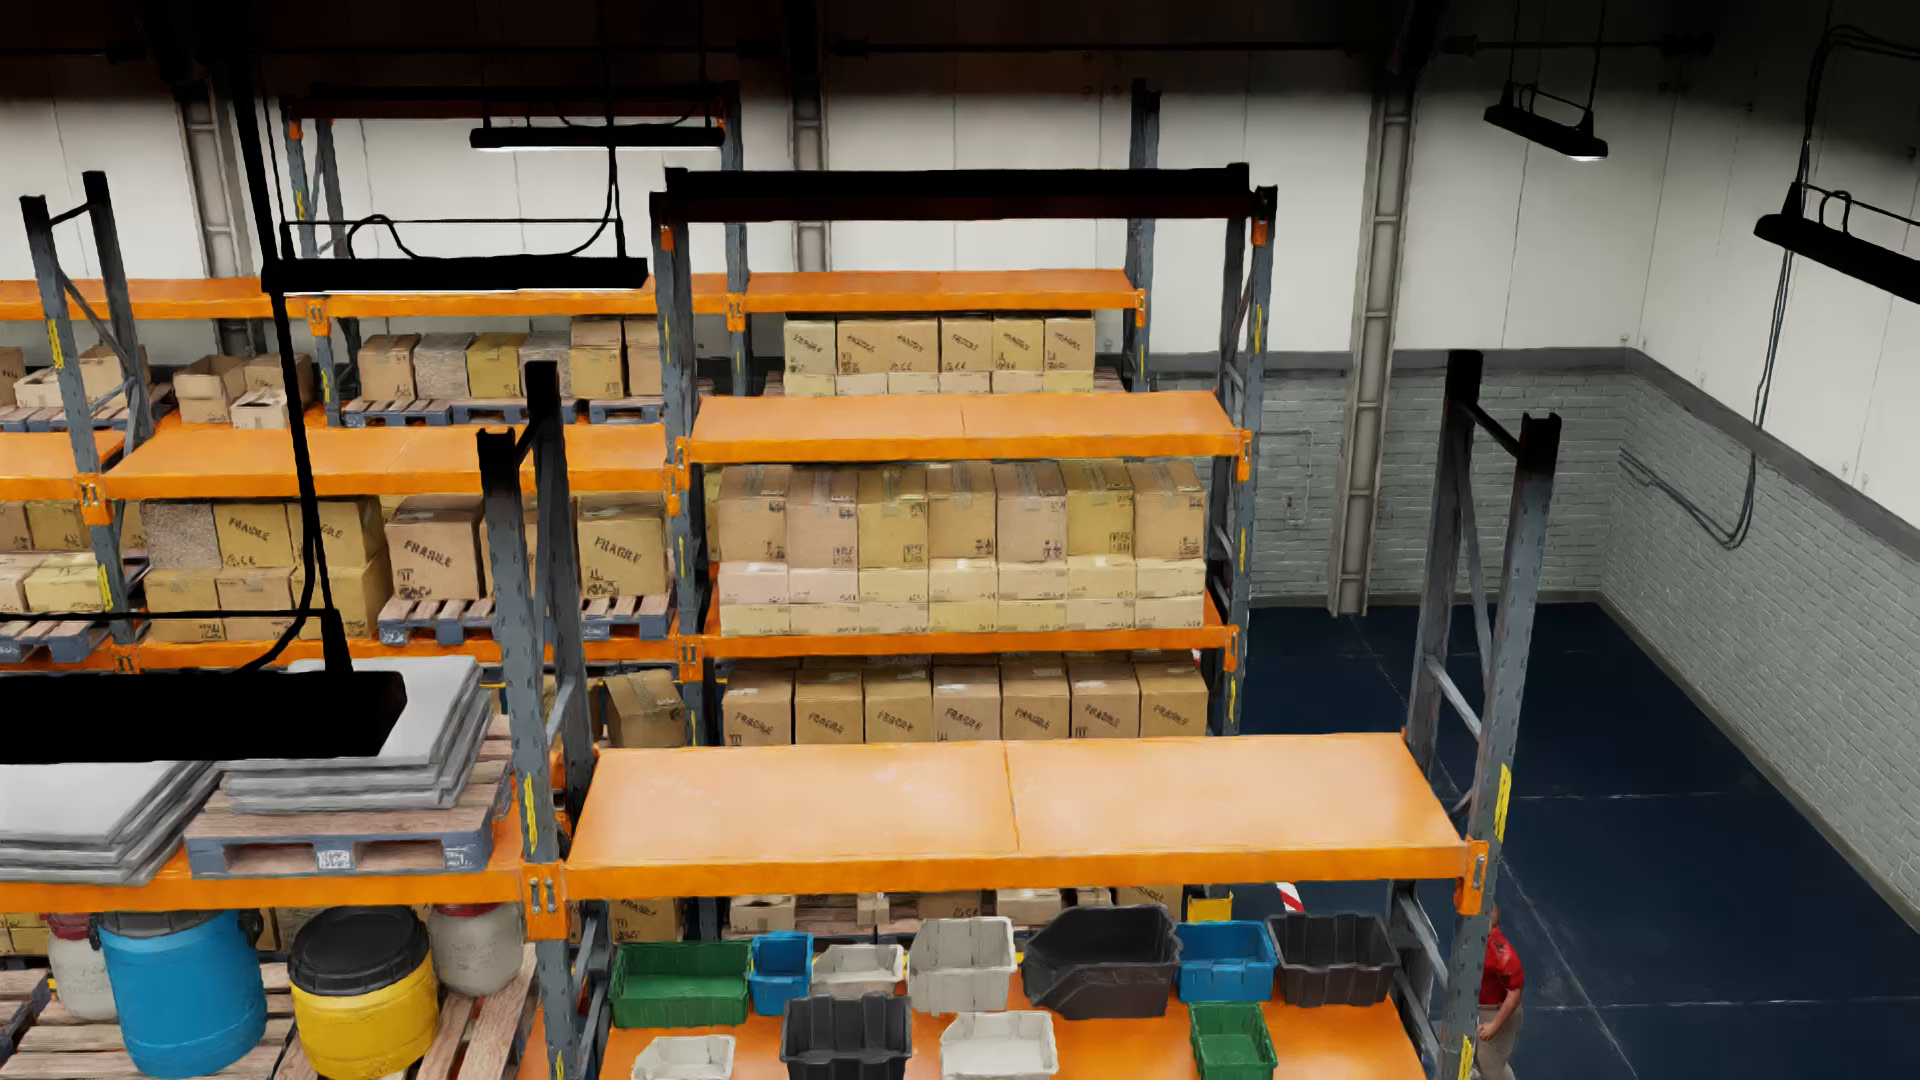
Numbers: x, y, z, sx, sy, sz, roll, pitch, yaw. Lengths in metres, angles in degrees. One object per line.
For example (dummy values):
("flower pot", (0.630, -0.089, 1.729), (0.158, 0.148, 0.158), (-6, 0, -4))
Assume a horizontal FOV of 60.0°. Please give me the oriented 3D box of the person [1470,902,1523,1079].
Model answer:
("person", (3.585, 3.136, 11.222), (0.529, 1.676, 0.682), (-2, 22, -4))
